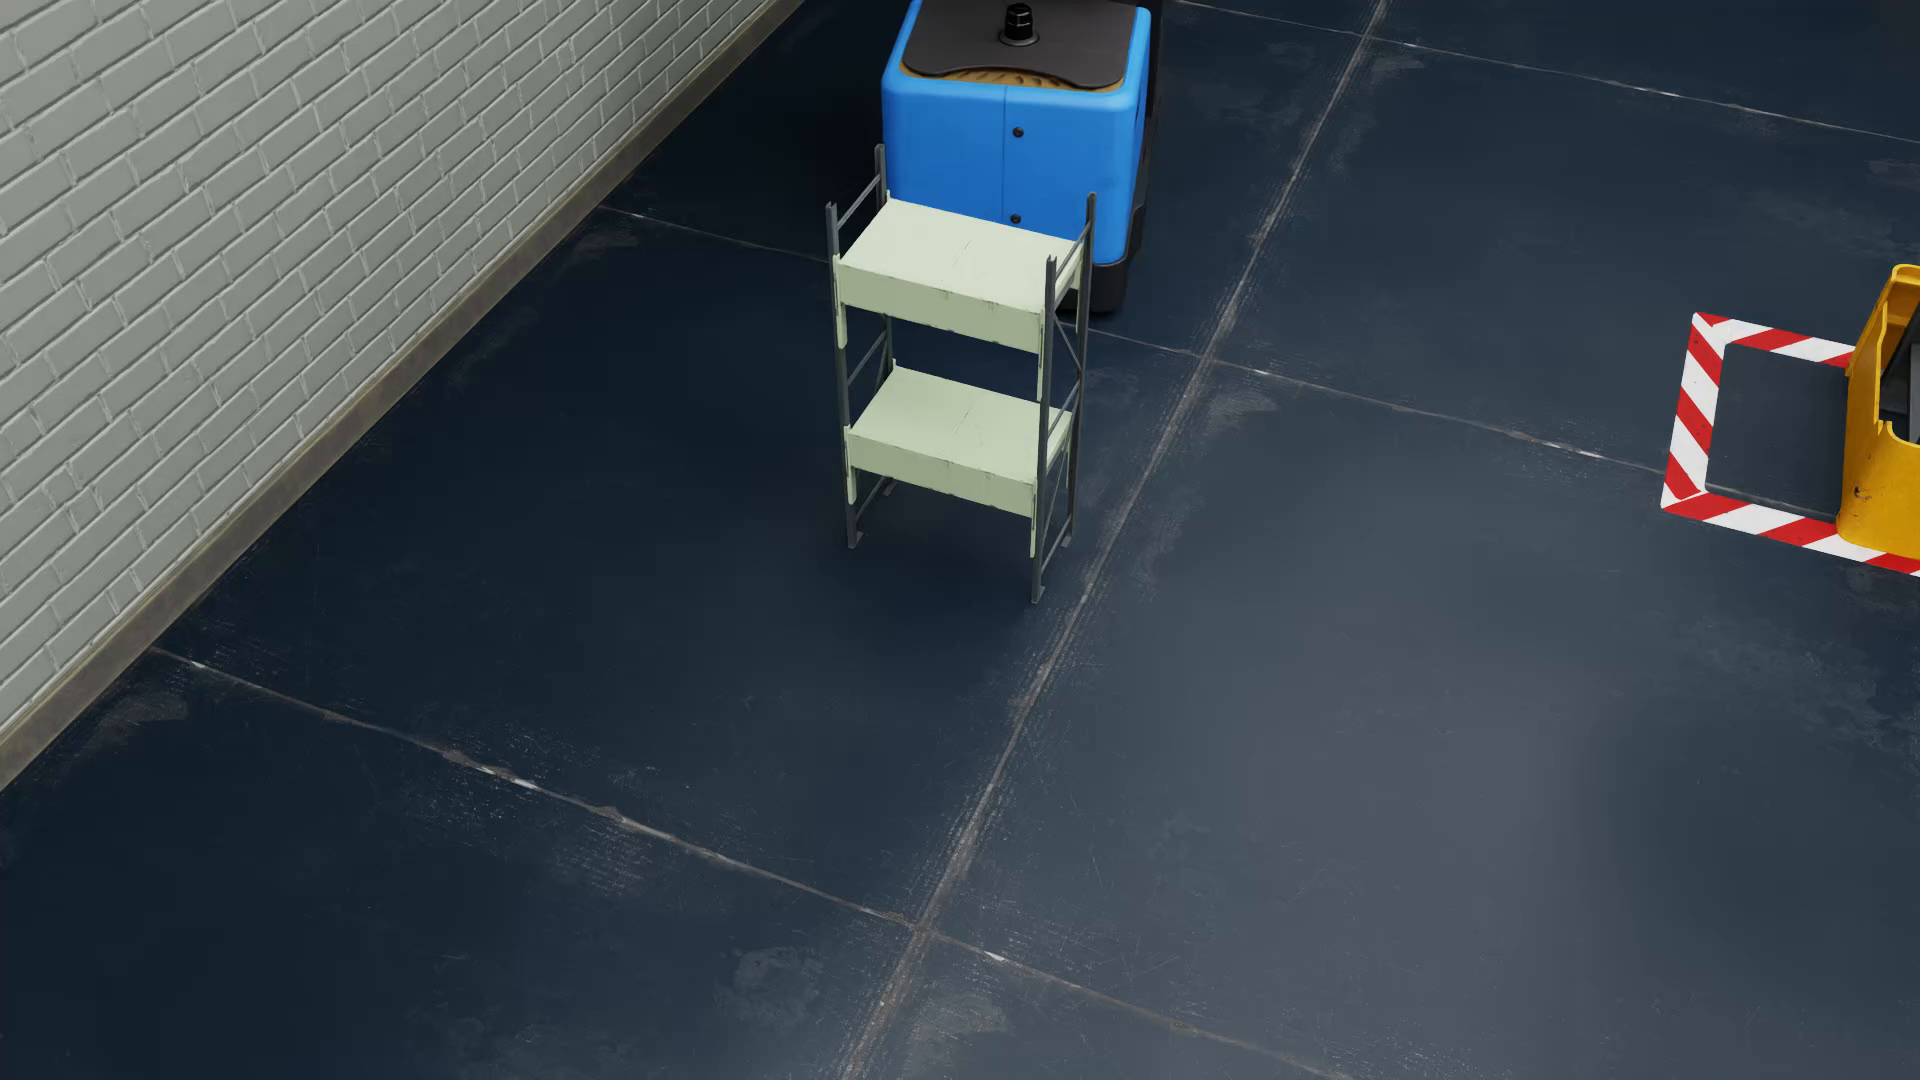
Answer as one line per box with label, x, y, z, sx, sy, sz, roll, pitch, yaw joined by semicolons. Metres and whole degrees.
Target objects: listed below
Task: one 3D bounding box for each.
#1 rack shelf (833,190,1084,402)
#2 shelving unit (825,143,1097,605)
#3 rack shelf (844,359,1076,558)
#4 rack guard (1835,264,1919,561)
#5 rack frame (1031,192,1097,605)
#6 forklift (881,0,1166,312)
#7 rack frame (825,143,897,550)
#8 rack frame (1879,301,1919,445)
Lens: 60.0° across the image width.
rack shelf;0.006;-0.807;5.444;0.720;0.370;0.431;16;47;16
shelving unit;0.006;-0.530;5.719;0.755;1.500;0.431;16;47;16
rack shelf;0.006;-0.299;5.949;0.720;0.370;0.431;16;47;16
rack guard;3.674;-0.513;6.411;0.348;0.500;1.175;16;47;16
rack frame;0.344;-0.430;5.619;0.023;1.500;0.400;16;47;16
forklift;0.416;-3.067;7.255;1.130;2.935;3.031;7;45;7
rack frame;-0.332;-0.629;5.819;0.023;1.500;0.400;16;47;16
rack frame;3.696;-1.393;5.523;0.127;3.000;1.000;16;47;16
